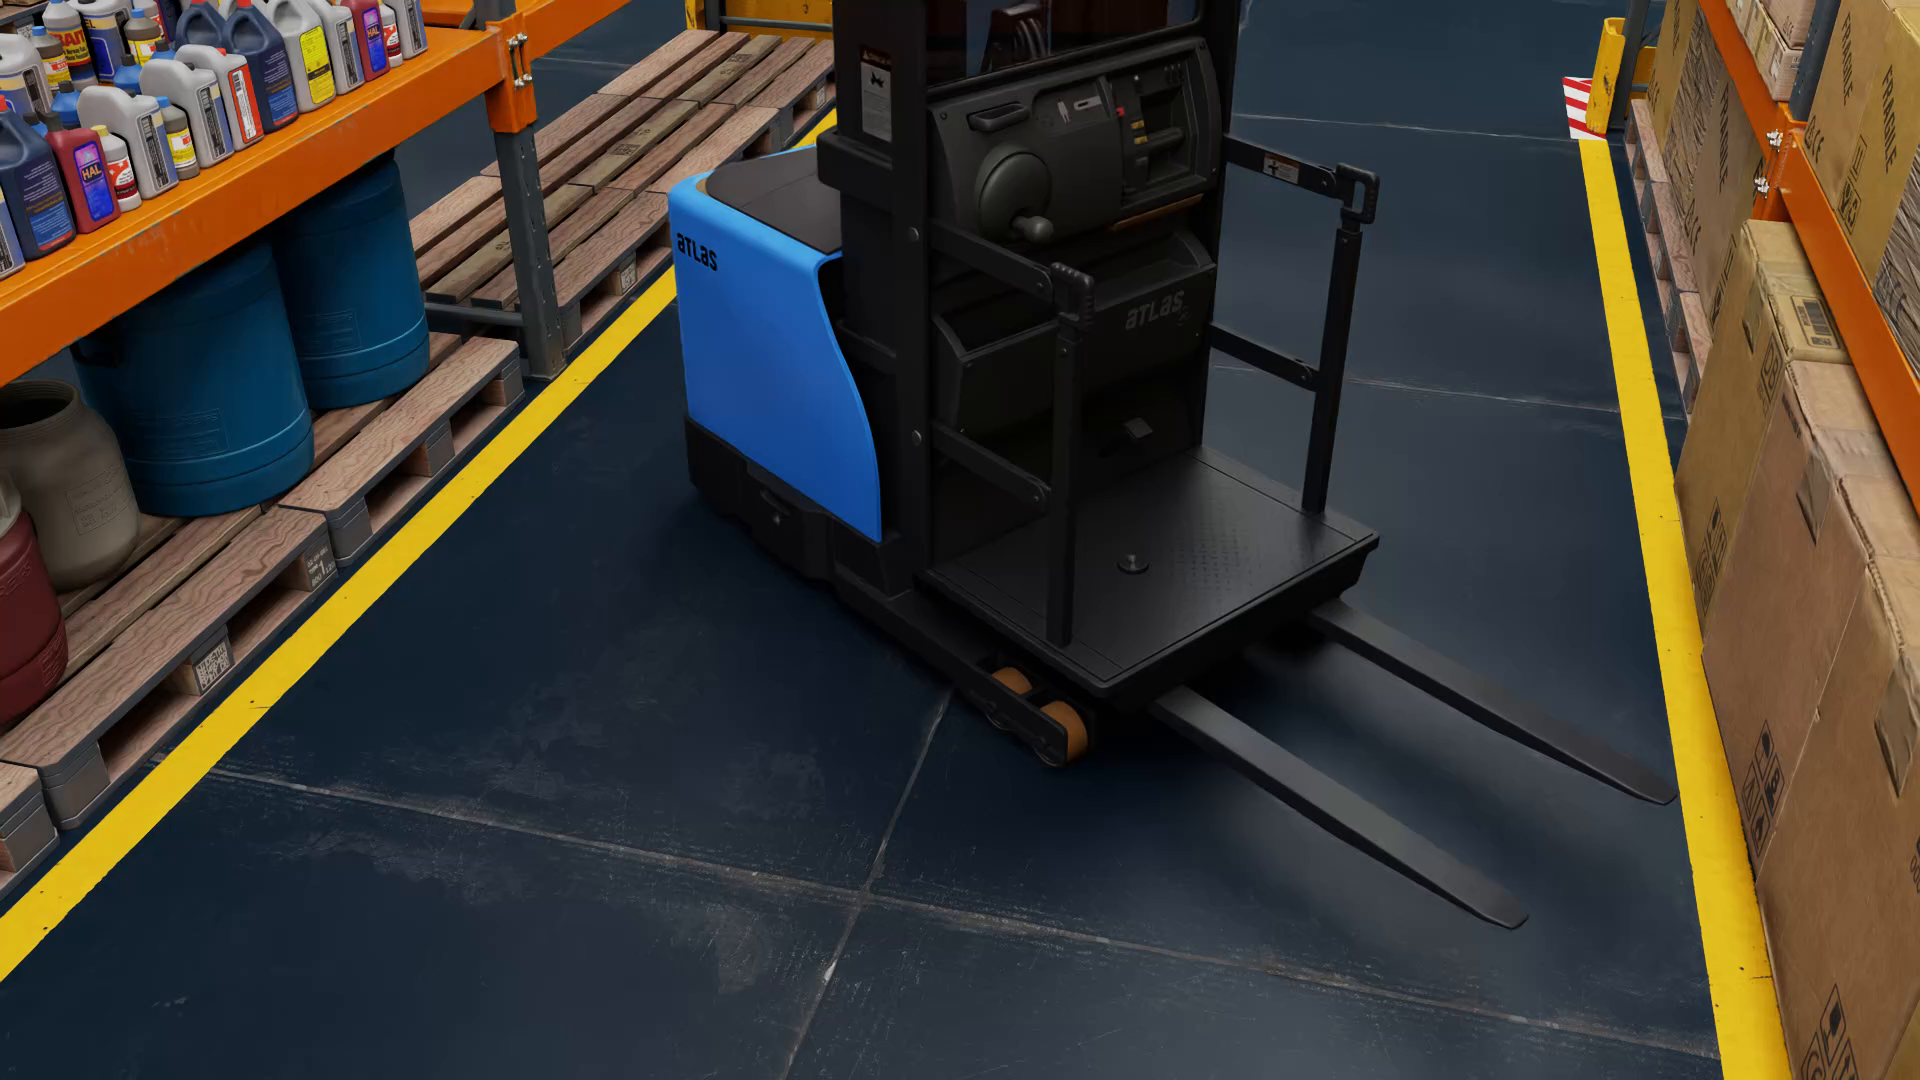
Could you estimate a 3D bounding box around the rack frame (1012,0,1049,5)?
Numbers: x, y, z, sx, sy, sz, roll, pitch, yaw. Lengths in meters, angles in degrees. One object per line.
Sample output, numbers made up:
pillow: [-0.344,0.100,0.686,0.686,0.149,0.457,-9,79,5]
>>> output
rack frame: [0.406,-1.682,6.498,0.500,1.500,0.032,23,39,31]

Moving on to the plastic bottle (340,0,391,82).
plastic bottle: [-1.781,-1.526,4.964,0.061,0.283,0.133,8,33,12]

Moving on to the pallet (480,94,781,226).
pallet: [-1.522,-1.795,7.878,1.003,0.211,1.213,8,33,12]

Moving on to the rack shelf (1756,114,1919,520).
rack shelf: [2.304,0.065,3.022,1.077,0.370,4.000,8,33,12]

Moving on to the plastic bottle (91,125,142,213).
plastic bottle: [-2.083,-0.913,4.075,0.097,0.201,0.097,0,32,0]

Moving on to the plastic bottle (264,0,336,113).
plastic bottle: [-1.896,-1.408,4.715,0.144,0.351,0.185,8,33,12]

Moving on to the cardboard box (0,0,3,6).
cardboard box: [-5.844,-3.179,9.685,0.380,0.166,0.250,8,33,12]

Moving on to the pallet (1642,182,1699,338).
pallet: [3.388,-1.118,6.812,1.003,0.211,1.213,8,33,12]

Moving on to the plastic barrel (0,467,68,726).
plastic barrel: [-2.600,0.124,4.116,0.600,0.588,0.708,8,33,12]

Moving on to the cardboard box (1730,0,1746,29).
cardboard box: [2.768,-1.773,5.477,0.380,0.149,0.250,9,33,13]

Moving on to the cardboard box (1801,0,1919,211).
cardboard box: [2.453,-1.113,4.112,0.500,0.500,0.500,8,33,13]

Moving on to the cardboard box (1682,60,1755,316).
cardboard box: [3.285,-1.355,6.175,0.875,0.875,0.875,8,33,12]

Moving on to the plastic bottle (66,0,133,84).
plastic bottle: [-2.558,-1.520,4.960,0.152,0.276,0.135,8,33,12]

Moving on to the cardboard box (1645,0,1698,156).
cardboard box: [3.742,-2.289,7.644,0.875,0.875,0.875,8,33,12]

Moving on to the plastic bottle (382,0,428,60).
plastic bottle: [-1.766,-1.649,5.164,0.152,0.276,0.135,8,33,12]

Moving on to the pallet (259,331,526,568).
pallet: [-2.215,-0.379,5.649,1.003,0.211,1.213,8,33,12]

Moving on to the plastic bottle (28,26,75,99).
plastic bottle: [-2.638,-1.381,4.812,0.097,0.201,0.097,0,32,0]

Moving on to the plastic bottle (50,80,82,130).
plastic bottle: [-2.205,-1.013,4.168,0.097,0.271,0.097,0,32,0]

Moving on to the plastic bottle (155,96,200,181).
plastic bottle: [-2.024,-1.033,4.264,0.097,0.201,0.097,0,32,0]

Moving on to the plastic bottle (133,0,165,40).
plastic bottle: [-2.530,-1.603,5.160,0.097,0.201,0.097,0,32,0]

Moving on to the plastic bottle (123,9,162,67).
plastic bottle: [-2.432,-1.481,4.969,0.097,0.201,0.097,0,32,0]

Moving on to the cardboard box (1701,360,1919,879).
cardboard box: [2.443,0.242,3.662,1.225,0.875,0.875,7,33,11]

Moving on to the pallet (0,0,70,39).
pallet: [-5.975,-3.072,9.886,1.003,0.211,1.213,8,33,12]

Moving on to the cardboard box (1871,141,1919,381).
cardboard box: [2.199,-0.593,3.293,0.500,0.500,0.500,7,33,11]

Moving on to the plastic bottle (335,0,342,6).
plastic bottle: [-1.892,-1.625,5.196,0.097,0.201,0.097,0,32,0]

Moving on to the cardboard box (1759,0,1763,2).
cardboard box: [2.799,-1.872,5.261,0.500,0.250,0.500,9,34,14]

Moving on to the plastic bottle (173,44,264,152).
plastic bottle: [-1.987,-1.198,4.454,0.152,0.276,0.135,8,33,12]

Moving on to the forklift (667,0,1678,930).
forklift: [0.452,-0.957,4.023,1.130,2.935,3.031,-25,40,-33]

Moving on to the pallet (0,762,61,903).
pallet: [-2.834,0.887,3.657,1.003,0.211,1.213,8,33,12]

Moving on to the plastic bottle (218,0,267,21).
plastic bottle: [-2.035,-1.428,4.746,0.144,0.351,0.185,8,33,12]

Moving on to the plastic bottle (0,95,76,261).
plastic bottle: [-2.175,-0.836,3.816,0.144,0.351,0.185,8,33,12]

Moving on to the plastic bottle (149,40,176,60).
plastic bottle: [-2.112,-1.204,4.467,0.097,0.271,0.097,0,32,0]

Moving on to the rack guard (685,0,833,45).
rack guard: [-0.970,-2.985,9.480,1.175,0.500,0.348,8,33,12]

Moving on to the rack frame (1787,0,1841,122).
rack frame: [2.812,-1.276,4.461,1.000,3.000,0.127,8,33,12]

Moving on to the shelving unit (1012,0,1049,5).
shelving unit: [0.093,-1.467,6.160,0.538,1.500,1.048,23,39,31]

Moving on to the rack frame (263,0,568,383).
rack frame: [-1.979,-1.950,5.522,1.000,3.000,0.127,8,33,12]

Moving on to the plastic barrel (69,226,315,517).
plastic barrel: [-2.313,-0.595,4.954,0.600,0.901,0.708,8,33,12]

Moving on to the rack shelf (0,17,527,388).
rack shelf: [-2.487,-0.609,4.082,1.077,0.370,4.000,8,33,12]

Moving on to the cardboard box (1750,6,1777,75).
cardboard box: [2.638,-1.507,5.058,0.380,0.149,0.250,9,33,13]
